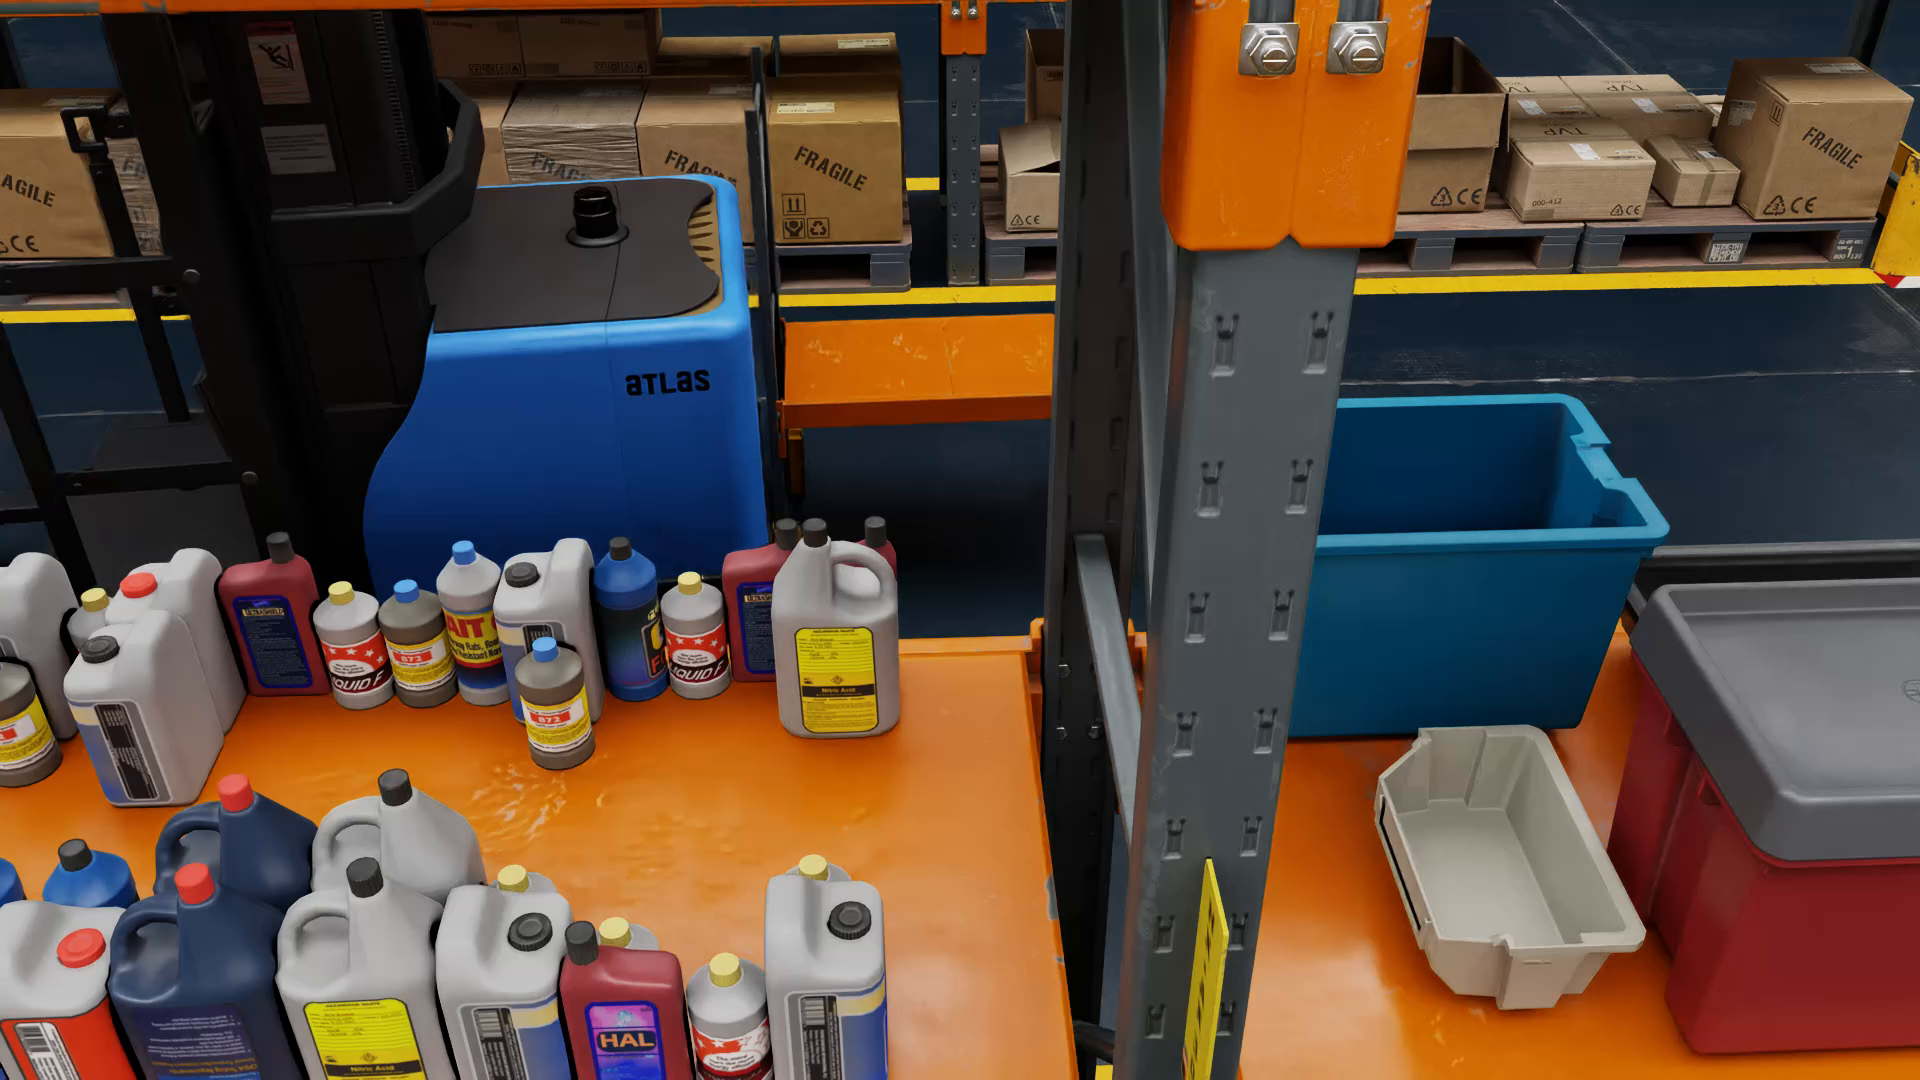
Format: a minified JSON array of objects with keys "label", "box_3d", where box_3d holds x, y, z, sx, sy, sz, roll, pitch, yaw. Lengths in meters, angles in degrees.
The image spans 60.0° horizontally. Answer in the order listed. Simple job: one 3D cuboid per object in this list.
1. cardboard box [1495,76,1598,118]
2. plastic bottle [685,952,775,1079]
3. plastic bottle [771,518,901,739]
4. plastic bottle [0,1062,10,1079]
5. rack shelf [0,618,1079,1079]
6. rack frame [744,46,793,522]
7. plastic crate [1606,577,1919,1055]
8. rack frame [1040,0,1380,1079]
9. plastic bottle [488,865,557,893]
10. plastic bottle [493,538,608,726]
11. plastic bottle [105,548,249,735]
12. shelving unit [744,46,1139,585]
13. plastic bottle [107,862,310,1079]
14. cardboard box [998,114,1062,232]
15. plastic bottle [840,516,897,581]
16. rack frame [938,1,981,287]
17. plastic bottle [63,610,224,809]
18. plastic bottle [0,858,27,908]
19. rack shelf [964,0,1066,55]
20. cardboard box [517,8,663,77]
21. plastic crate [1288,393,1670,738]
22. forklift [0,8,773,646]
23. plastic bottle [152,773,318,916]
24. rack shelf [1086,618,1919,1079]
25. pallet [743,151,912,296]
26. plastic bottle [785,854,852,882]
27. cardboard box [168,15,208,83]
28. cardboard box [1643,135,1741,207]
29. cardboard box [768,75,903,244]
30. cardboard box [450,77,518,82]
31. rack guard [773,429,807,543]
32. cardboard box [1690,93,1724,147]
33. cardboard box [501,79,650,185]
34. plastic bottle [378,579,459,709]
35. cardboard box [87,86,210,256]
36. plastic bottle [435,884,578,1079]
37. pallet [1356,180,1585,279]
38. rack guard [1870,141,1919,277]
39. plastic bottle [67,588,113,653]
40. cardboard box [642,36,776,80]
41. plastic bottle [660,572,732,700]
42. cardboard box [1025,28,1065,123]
[{"label":"cardboard box","box_3d":[2.432,-1.819,7.272,0.500,0.250,0.500,-2,35,-2]},{"label":"plastic bottle","box_3d":[-0.270,0.569,1.966,0.097,0.201,0.097,0,35,0]},{"label":"plastic bottle","box_3d":[-0.185,0.121,2.482,0.185,0.351,0.144,-2,35,-2]},{"label":"plastic bottle","box_3d":[-1.159,0.547,1.933,0.135,0.276,0.152,-2,35,-2]},{"label":"rack shelf","box_3d":[-1.775,0.624,2.344,4.000,0.370,1.077,-2,35,-2]},{"label":"rack frame","box_3d":[-0.543,-0.602,4.802,0.032,1.500,0.500,-2,35,-3]},{"label":"plastic crate","box_3d":[1.126,0.342,2.011,0.583,0.464,0.402,-2,35,-2]},{"label":"rack frame","box_3d":[0.223,0.277,2.215,0.053,2.616,0.949,-2,35,-2]},{"label":"plastic bottle","box_3d":[-0.545,0.490,2.080,0.097,0.201,0.097,0,35,0]},{"label":"plastic bottle","box_3d":[-0.623,0.131,2.533,0.135,0.276,0.152,-2,35,-2]},{"label":"plastic bottle","box_3d":[-1.183,0.146,2.511,0.135,0.276,0.152,-2,35,-2]},{"label":"shelving unit","box_3d":[-0.027,-0.624,4.833,1.083,1.500,0.587,-2,35,-3]},{"label":"plastic bottle","box_3d":[-0.865,0.511,1.920,0.185,0.351,0.144,-2,35,-2]},{"label":"cardboard box","box_3d":[0.421,-1.505,6.765,0.500,0.311,0.500,-2,35,-2]},{"label":"plastic bottle","box_3d":[-0.164,0.090,2.587,0.133,0.283,0.061,-2,35,-2]},{"label":"rack frame","box_3d":[-0.008,-2.541,6.286,0.127,3.000,1.000,-2,35,-2]},{"label":"plastic bottle","box_3d":[-1.176,0.233,2.387,0.135,0.276,0.152,-2,35,-2]},{"label":"plastic bottle","box_3d":[-1.183,0.479,2.036,0.097,0.271,0.097,0,35,0]},{"label":"rack shelf","box_3d":[1.989,-2.299,6.569,4.000,0.370,1.077,-2,35,-2]},{"label":"cardboard box","box_3d":[-1.502,-2.101,6.801,0.500,0.250,0.500,-1,35,-2]},{"label":"plastic crate","box_3d":[0.673,0.050,2.503,0.575,0.384,0.392,-2,35,-2]},{"label":"forklift","box_3d":[-2.084,-1.027,4.158,3.031,2.935,1.130,-5,35,-7]},{"label":"plastic bottle","box_3d":[-0.872,0.429,2.038,0.185,0.351,0.144,-2,35,-2]},{"label":"rack shelf","box_3d":[2.220,0.517,2.500,4.000,0.370,1.077,-2,35,-2]},{"label":"pallet","box_3d":[-0.819,-1.351,7.017,1.213,0.211,1.003,-2,35,-2]},{"label":"plastic bottle","box_3d":[-0.180,0.480,2.095,0.097,0.201,0.097,0,35,0]},{"label":"cardboard box","box_3d":[-3.025,-2.057,6.738,0.500,0.250,0.500,0,35,0]},{"label":"cardboard box","box_3d":[3.047,-1.550,6.957,0.250,0.166,0.380,-2,35,-2]},{"label":"cardboard box","box_3d":[-0.488,-1.518,6.618,0.500,0.500,0.500,-2,35,-2]},{"label":"cardboard box","box_3d":[-2.040,-1.776,6.991,0.500,0.500,0.500,-3,35,-4]},{"label":"rack guard","box_3d":[-0.524,-0.089,5.159,0.087,0.250,0.587,-2,35,-3]},{"label":"cardboard box","box_3d":[3.303,-1.842,7.379,0.250,0.166,0.380,-2,35,-2]},{"label":"cardboard box","box_3d":[-1.483,-1.496,6.586,0.500,0.500,0.500,-1,35,-2]},{"label":"plastic bottle","box_3d":[-0.838,0.152,2.569,0.097,0.201,0.097,0,35,0]},{"label":"cardboard box","box_3d":[-3.013,-1.454,6.524,0.500,0.500,0.500,-3,35,-4]},{"label":"plastic bottle","box_3d":[-0.521,0.530,1.958,0.135,0.276,0.152,-2,35,-2]},{"label":"pallet","box_3d":[1.899,-1.447,7.155,1.213,0.211,1.003,-2,35,-2]},{"label":"rack guard","box_3d":[3.911,-1.619,7.150,0.348,0.500,1.175,-2,35,-2]},{"label":"plastic bottle","box_3d":[-1.300,0.165,2.551,0.097,0.201,0.097,0,35,0]},{"label":"cardboard box","box_3d":[-1.035,-1.799,7.024,0.500,0.500,0.500,-1,35,-2]},{"label":"plastic bottle","box_3d":[-0.412,0.141,2.585,0.097,0.201,0.097,0,35,0]},{"label":"cardboard box","box_3d":[0.547,-1.871,7.127,0.500,0.500,0.500,-2,35,-2]}]
